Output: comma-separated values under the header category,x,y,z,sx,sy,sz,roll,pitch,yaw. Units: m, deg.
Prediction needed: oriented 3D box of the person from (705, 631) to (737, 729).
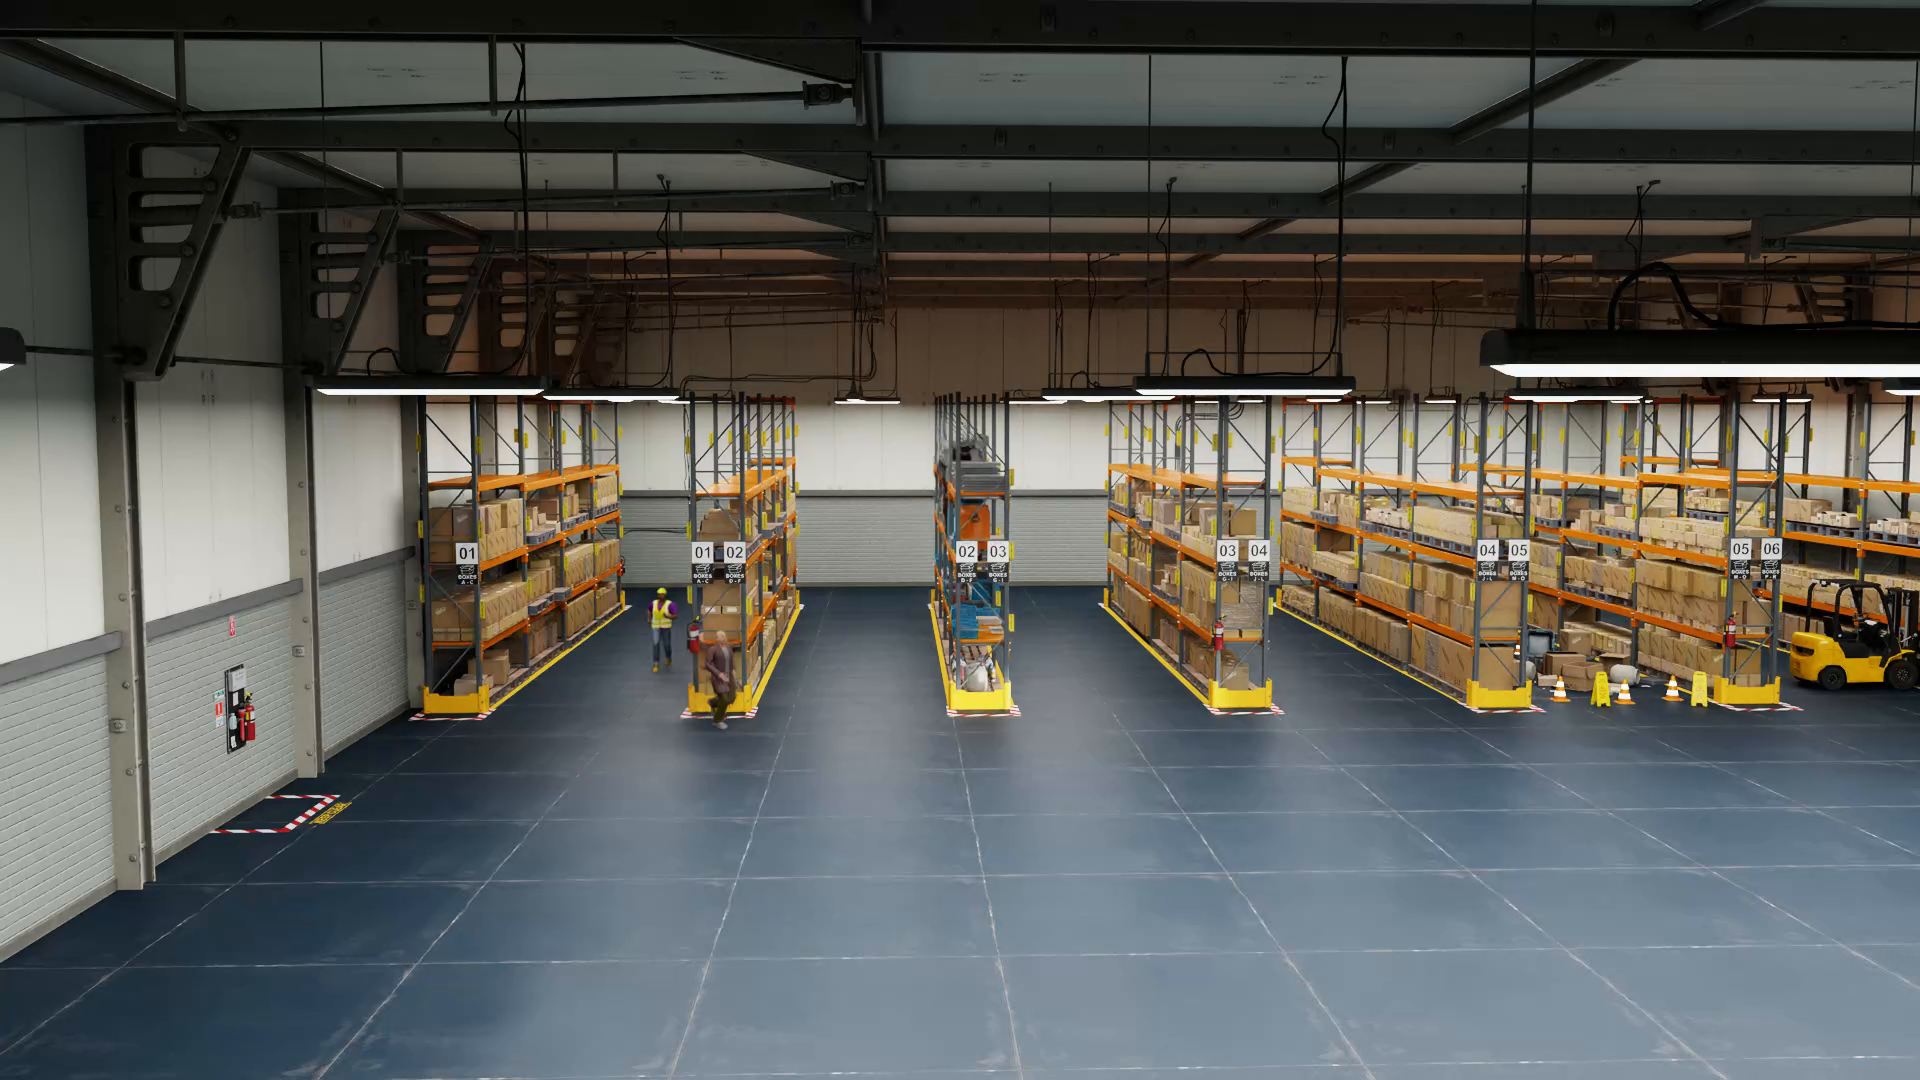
category,x,y,z,sx,sy,sz,roll,pitch,yaw
person,-4.282,2.486,29.740,0.706,1.753,0.738,4,6,38

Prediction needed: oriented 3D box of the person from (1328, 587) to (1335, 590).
category,x,y,z,sx,sy,sz,roll,pitch,yaw
person,10.980,1.116,48.193,0.684,1.575,0.674,-4,6,-40

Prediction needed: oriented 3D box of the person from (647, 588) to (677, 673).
category,x,y,z,sx,sy,sz,roll,pitch,yaw
person,-6.460,1.925,36.046,0.692,1.781,0.922,0,5,0
